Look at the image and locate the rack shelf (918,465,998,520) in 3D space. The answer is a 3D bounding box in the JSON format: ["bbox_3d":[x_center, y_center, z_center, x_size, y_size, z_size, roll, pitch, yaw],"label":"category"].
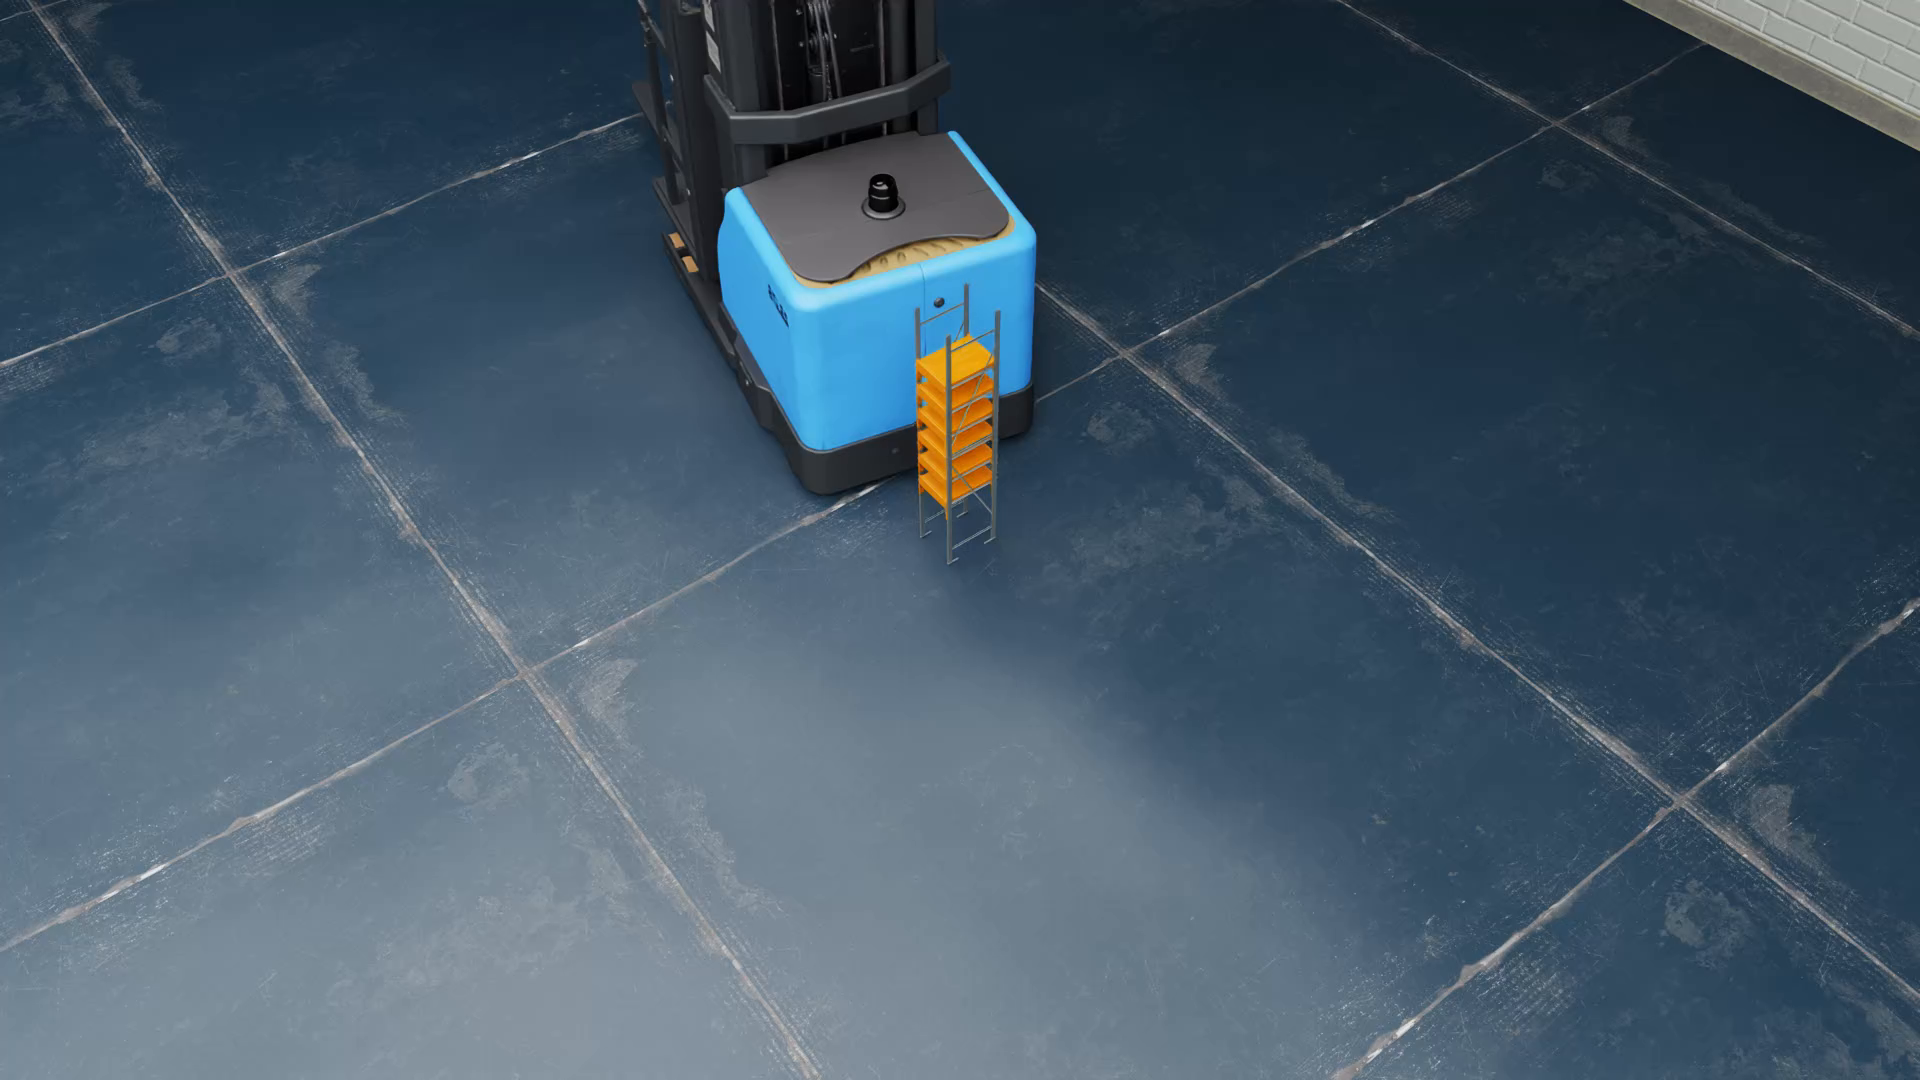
[{"bbox_3d":[-0.009,-0.220,6.523,0.258,0.103,0.180,-29,54,-24],"label":"rack shelf"}]

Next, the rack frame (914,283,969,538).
[{"bbox_3d":[-0.064,-0.465,6.361,0.240,1.200,0.006,-29,54,-24],"label":"rack frame"}]

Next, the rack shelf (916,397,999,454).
[{"bbox_3d":[-0.009,-0.462,6.256,0.258,0.103,0.180,-29,54,-24],"label":"rack shelf"}]

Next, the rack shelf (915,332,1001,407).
[{"bbox_3d":[-0.009,-0.623,6.078,0.258,0.103,0.180,-29,54,-24],"label":"rack shelf"}]

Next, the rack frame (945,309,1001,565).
[{"bbox_3d":[0.047,-0.358,6.263,0.240,1.200,0.006,-29,54,-24],"label":"rack frame"}]

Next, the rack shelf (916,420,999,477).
[{"bbox_3d":[-0.009,-0.382,6.345,0.258,0.103,0.180,-29,54,-24],"label":"rack shelf"}]

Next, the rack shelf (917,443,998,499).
[{"bbox_3d":[-0.009,-0.301,6.434,0.258,0.103,0.180,-29,54,-24],"label":"rack shelf"}]

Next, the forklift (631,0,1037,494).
[{"bbox_3d":[-0.760,-2.279,6.837,1.130,2.935,3.031,-19,51,-16],"label":"forklift"}]

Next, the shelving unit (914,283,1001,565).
[{"bbox_3d":[-0.009,-0.412,6.312,0.258,1.200,0.189,-29,54,-24],"label":"shelving unit"}]

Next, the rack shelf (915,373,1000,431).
[{"bbox_3d":[-0.009,-0.543,6.167,0.258,0.103,0.180,-29,54,-24],"label":"rack shelf"}]
